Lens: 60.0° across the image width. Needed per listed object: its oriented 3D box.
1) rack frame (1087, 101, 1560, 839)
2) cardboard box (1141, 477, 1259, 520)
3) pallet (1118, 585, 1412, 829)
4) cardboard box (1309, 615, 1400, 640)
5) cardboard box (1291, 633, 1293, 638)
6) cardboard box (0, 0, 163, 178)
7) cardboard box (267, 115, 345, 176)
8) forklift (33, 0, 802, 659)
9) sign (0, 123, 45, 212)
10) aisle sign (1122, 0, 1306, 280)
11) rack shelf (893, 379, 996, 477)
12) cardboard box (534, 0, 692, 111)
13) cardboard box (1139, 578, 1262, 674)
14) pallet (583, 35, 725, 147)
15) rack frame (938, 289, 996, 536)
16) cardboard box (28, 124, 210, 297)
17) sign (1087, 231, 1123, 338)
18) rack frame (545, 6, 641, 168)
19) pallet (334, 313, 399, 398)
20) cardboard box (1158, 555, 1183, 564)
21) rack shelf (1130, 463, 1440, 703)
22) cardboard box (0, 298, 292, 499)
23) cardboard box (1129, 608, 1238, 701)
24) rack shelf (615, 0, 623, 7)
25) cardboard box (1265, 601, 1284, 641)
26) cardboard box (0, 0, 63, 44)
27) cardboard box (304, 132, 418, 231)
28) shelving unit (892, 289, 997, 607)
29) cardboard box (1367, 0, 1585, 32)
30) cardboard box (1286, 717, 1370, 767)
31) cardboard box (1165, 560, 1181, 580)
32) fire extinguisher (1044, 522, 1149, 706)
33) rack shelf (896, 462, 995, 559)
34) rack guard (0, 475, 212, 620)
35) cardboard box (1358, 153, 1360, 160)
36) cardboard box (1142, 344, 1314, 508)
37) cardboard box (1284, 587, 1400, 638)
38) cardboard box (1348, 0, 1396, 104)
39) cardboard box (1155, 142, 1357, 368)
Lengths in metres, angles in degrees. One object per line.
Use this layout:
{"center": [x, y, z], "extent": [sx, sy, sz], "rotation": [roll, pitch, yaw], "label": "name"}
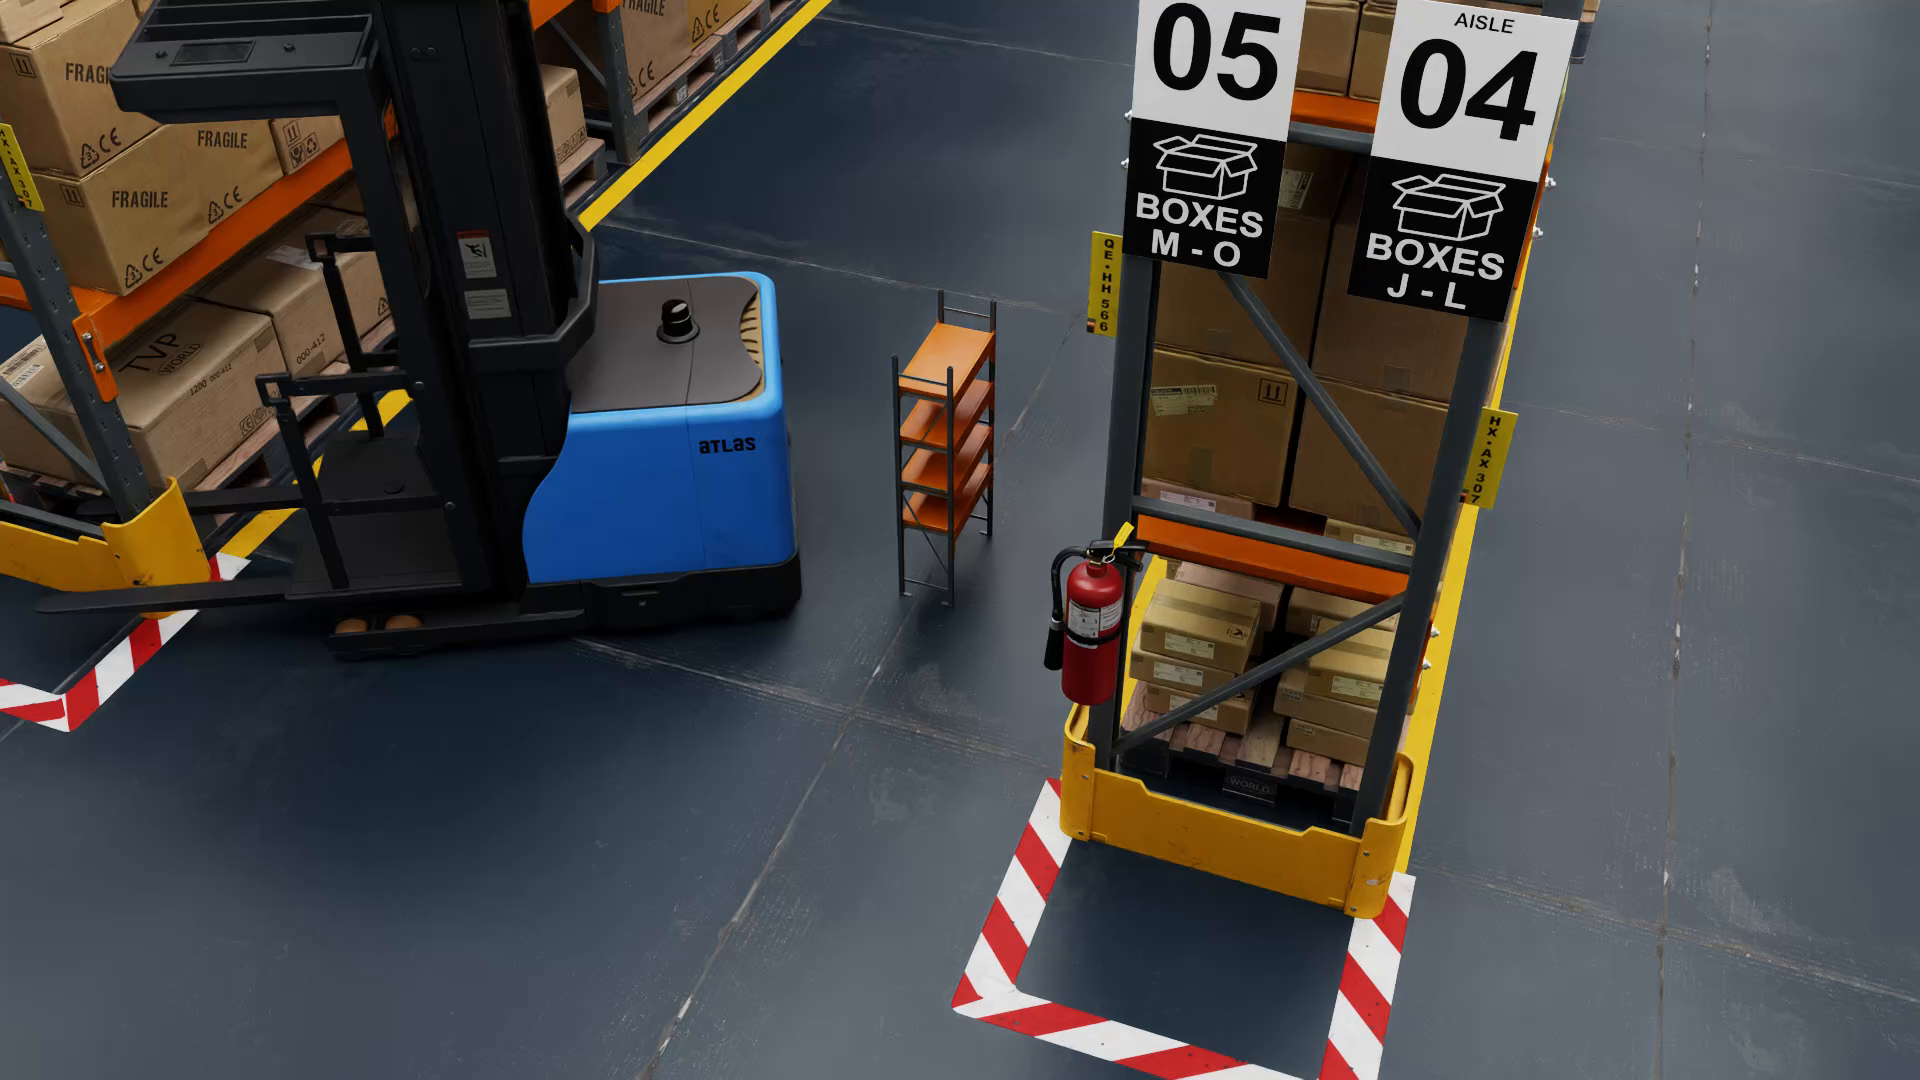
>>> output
{"center": [0.924, -0.012, 4.953], "extent": [1.000, 3.000, 0.127], "rotation": [13, 42, 15], "label": "rack frame"}
{"center": [0.770, -0.178, 5.341], "extent": [0.380, 0.149, 0.250], "rotation": [13, 42, 15], "label": "cardboard box"}
{"center": [1.261, 0.515, 6.484], "extent": [1.003, 0.211, 1.213], "rotation": [13, 42, 15], "label": "pallet"}
{"center": [1.491, 0.383, 6.134], "extent": [0.380, 0.149, 0.250], "rotation": [13, 42, 15], "label": "cardboard box"}
{"center": [1.495, 0.334, 6.421], "extent": [0.380, 0.149, 0.250], "rotation": [14, 42, 16], "label": "cardboard box"}
{"center": [-3.330, -1.697, 6.080], "extent": [0.500, 0.500, 0.500], "rotation": [12, 42, 14], "label": "cardboard box"}
{"center": [-2.991, -1.937, 7.132], "extent": [0.500, 0.500, 0.500], "rotation": [13, 42, 15], "label": "cardboard box"}
{"center": [-2.209, -1.000, 6.164], "extent": [3.031, 2.935, 1.130], "rotation": [-5, 41, -5], "label": "forklift"}
{"center": [-3.243, -1.282, 5.713], "extent": [0.100, 0.325, 0.005], "rotation": [13, 42, 15], "label": "sign"}
{"center": [0.617, -1.023, 4.135], "extent": [0.394, 0.787, 0.004], "rotation": [13, 42, 15], "label": "aisle sign"}
{"center": [-0.057, -0.474, 6.641], "extent": [0.258, 0.148, 0.480], "rotation": [13, 42, 15], "label": "rack shelf"}
{"center": [-2.258, -3.236, 10.045], "extent": [0.875, 0.875, 0.875], "rotation": [15, 43, 16], "label": "cardboard box"}
{"center": [0.867, 0.307, 5.993], "extent": [0.380, 0.149, 0.250], "rotation": [14, 42, 16], "label": "cardboard box"}
{"center": [-2.201, -2.915, 10.504], "extent": [1.003, 0.211, 1.213], "rotation": [13, 42, 15], "label": "pallet"}
{"center": [0.027, -0.504, 6.917], "extent": [0.240, 1.200, 0.015], "rotation": [13, 42, 15], "label": "rack frame"}
{"center": [-3.328, -1.316, 6.404], "extent": [0.500, 0.500, 0.500], "rotation": [13, 42, 15], "label": "cardboard box"}
{"center": [0.409, -0.708, 4.633], "extent": [0.100, 0.325, 0.005], "rotation": [13, 42, 15], "label": "sign"}
{"center": [-2.394, -3.489, 9.028], "extent": [1.000, 3.000, 0.127], "rotation": [13, 42, 15], "label": "rack frame"}
{"center": [-3.143, -1.235, 8.535], "extent": [1.003, 0.211, 1.213], "rotation": [13, 42, 15], "label": "pallet"}
{"center": [0.976, -0.019, 6.376], "extent": [0.380, 0.149, 0.250], "rotation": [12, 42, 14], "label": "cardboard box"}
{"center": [1.608, -0.958, 6.616], "extent": [1.077, 0.370, 4.000], "rotation": [13, 42, 15], "label": "rack shelf"}
{"center": [-3.631, -0.659, 7.362], "extent": [0.875, 0.438, 0.875], "rotation": [12, 42, 14], "label": "cardboard box"}
{"center": [0.836, 0.414, 6.097], "extent": [0.380, 0.149, 0.250], "rotation": [12, 42, 14], "label": "cardboard box"}
{"center": [-1.710, -4.435, 10.691], "extent": [1.077, 0.370, 4.000], "rotation": [13, 42, 15], "label": "rack shelf"}
{"center": [1.072, 0.224, 6.549], "extent": [0.380, 0.149, 0.250], "rotation": [13, 42, 15], "label": "cardboard box"}
{"center": [-3.381, -1.869, 5.783], "extent": [0.380, 0.149, 0.250], "rotation": [14, 42, 16], "label": "cardboard box"}
{"center": [-3.016, -1.768, 8.662], "extent": [0.875, 0.438, 0.875], "rotation": [12, 42, 14], "label": "cardboard box"}
{"center": [-0.057, -0.355, 6.742], "extent": [0.258, 1.200, 0.503], "rotation": [13, 42, 15], "label": "shelving unit"}
{"center": [1.322, -1.502, 4.119], "extent": [0.500, 0.250, 0.500], "rotation": [14, 42, 16], "label": "cardboard box"}
{"center": [1.404, 0.664, 6.033], "extent": [0.380, 0.149, 0.250], "rotation": [14, 42, 16], "label": "cardboard box"}
{"center": [1.012, 0.097, 6.469], "extent": [0.380, 0.149, 0.250], "rotation": [12, 42, 13], "label": "cardboard box"}
{"center": [0.404, 0.211, 5.039], "extent": [0.296, 0.674, 0.183], "rotation": [13, 42, 15], "label": "fire extinguisher"}
{"center": [-0.057, -0.153, 6.915], "extent": [0.258, 0.148, 0.480], "rotation": [13, 42, 15], "label": "rack shelf"}
{"center": [-3.770, -0.083, 6.963], "extent": [1.175, 0.500, 0.348], "rotation": [13, 42, 15], "label": "rack guard"}
{"center": [1.493, -1.068, 5.114], "extent": [0.500, 0.500, 0.500], "rotation": [14, 43, 16], "label": "cardboard box"}
{"center": [0.836, -0.494, 5.212], "extent": [0.500, 0.500, 0.500], "rotation": [14, 42, 16], "label": "cardboard box"}
{"center": [1.404, 0.248, 6.063], "extent": [0.380, 0.149, 0.250], "rotation": [14, 42, 16], "label": "cardboard box"}
{"center": [1.318, -1.313, 4.282], "extent": [0.500, 0.250, 0.500], "rotation": [15, 43, 17], "label": "cardboard box"}
{"center": [0.847, -0.878, 4.891], "extent": [0.500, 0.500, 0.500], "rotation": [12, 42, 14], "label": "cardboard box"}
